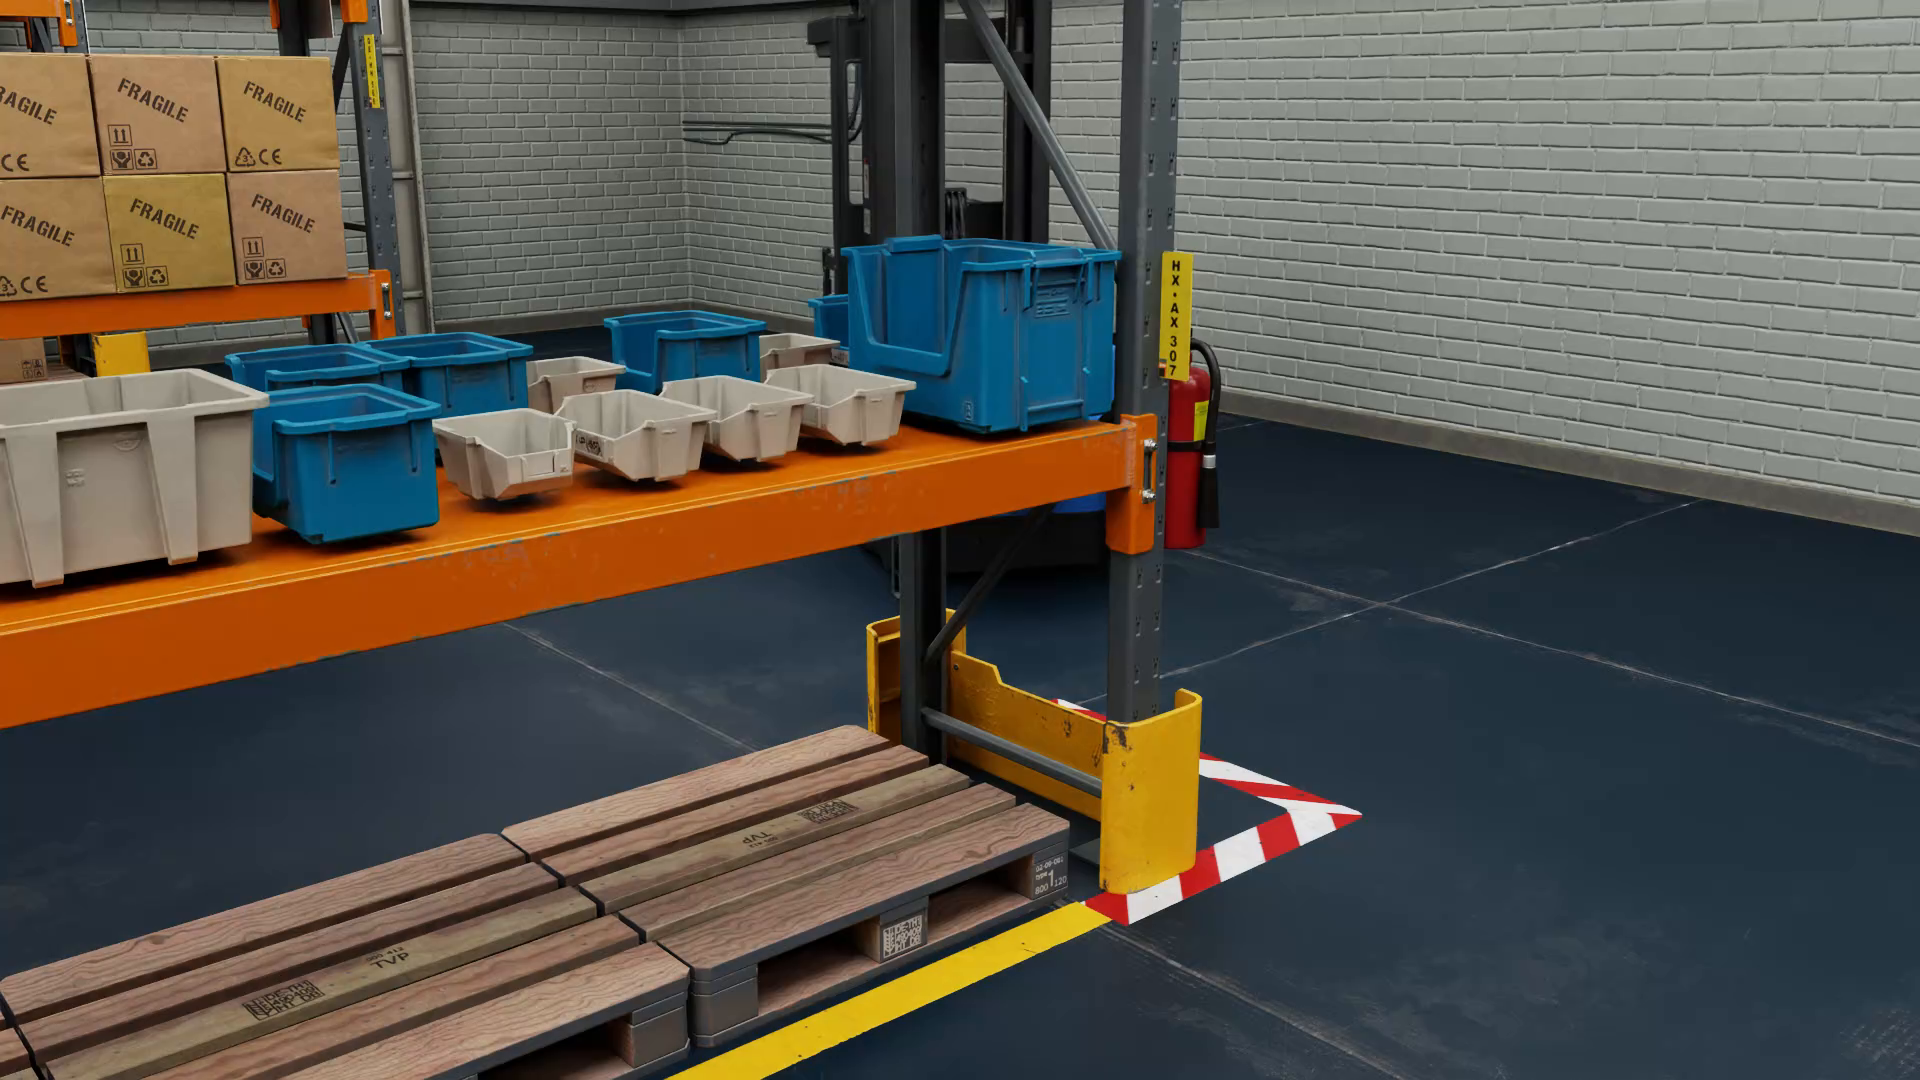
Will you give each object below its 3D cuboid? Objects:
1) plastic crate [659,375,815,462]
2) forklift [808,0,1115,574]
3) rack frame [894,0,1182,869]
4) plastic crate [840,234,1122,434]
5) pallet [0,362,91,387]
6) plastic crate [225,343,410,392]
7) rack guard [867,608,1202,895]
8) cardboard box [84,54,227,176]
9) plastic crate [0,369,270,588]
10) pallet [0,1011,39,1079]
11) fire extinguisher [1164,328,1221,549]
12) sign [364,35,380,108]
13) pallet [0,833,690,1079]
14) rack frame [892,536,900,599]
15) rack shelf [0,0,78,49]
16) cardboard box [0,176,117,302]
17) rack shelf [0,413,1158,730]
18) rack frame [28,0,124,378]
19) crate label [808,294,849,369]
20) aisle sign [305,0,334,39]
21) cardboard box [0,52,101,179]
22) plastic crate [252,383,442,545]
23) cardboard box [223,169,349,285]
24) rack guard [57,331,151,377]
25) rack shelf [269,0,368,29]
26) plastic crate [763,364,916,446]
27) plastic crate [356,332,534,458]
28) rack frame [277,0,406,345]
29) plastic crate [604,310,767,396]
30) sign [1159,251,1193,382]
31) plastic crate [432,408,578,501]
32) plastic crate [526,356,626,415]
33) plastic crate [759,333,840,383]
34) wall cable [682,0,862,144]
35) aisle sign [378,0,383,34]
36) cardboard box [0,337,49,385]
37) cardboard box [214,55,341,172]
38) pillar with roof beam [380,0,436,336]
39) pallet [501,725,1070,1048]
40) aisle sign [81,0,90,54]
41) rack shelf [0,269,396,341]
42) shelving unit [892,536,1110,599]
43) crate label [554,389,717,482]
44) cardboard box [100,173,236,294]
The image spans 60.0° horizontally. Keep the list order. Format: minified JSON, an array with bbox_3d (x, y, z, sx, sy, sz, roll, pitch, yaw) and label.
[{"bbox_3d":[-0.544,-0.282,3.887,0.243,0.136,0.396,-13,19,-39],"label":"plastic crate"},{"bbox_3d":[-0.152,-1.594,8.539,1.130,2.935,3.031,-4,15,-14],"label":"forklift"},{"bbox_3d":[0.181,-0.600,4.683,0.127,3.000,1.000,-13,19,-39],"label":"rack frame"},{"bbox_3d":[0.051,-0.553,4.322,0.499,0.435,0.616,-13,19,-39],"label":"plastic crate"},{"bbox_3d":[-6.875,-1.031,11.699,1.213,0.211,1.003,-13,19,-39],"label":"pallet"},{"bbox_3d":[-1.441,-0.296,3.755,0.300,0.233,0.416,-13,19,-39],"label":"plastic crate"},{"bbox_3d":[0.190,0.601,5.030,0.348,0.500,1.175,-13,19,-39],"label":"rack guard"},{"bbox_3d":[-3.604,-1.881,7.350,0.500,0.500,0.500,-12,19,-38],"label":"cardboard box"},{"bbox_3d":[-1.564,-0.117,2.988,0.530,0.282,0.437,-13,19,-39],"label":"plastic crate"},{"bbox_3d":[-2.308,1.293,3.001,1.213,0.211,1.003,-13,19,-39],"label":"pallet"},{"bbox_3d":[0.593,-0.319,4.506,0.183,0.674,0.296,-13,19,-39],"label":"fire extinguisher"},{"bbox_3d":[-2.719,-2.165,7.688,0.005,0.325,0.100,-13,19,-39],"label":"sign"},{"bbox_3d":[-1.387,1.085,3.779,1.213,0.211,1.003,-13,19,-39],"label":"pallet"},{"bbox_3d":[-0.219,-0.425,6.914,0.032,1.500,0.500,-4,17,-14],"label":"rack frame"},{"bbox_3d":[-7.831,-3.291,10.341,4.000,0.370,1.077,-13,19,-39],"label":"rack shelf"},{"bbox_3d":[-3.996,-1.312,7.156,0.500,0.500,0.500,-12,19,-39],"label":"cardboard box"},{"bbox_3d":[-1.328,0.087,3.508,4.000,0.370,1.077,-13,19,-39],"label":"rack shelf"},{"bbox_3d":[-6.323,-2.529,11.904,0.127,3.000,1.000,-13,19,-39],"label":"rack frame"},{"bbox_3d":[-0.222,-0.570,4.780,0.303,0.233,0.416,-13,19,-39],"label":"crate label"},{"bbox_3d":[-3.209,-2.890,8.218,0.004,0.787,0.394,-13,19,-39],"label":"aisle sign"},{"bbox_3d":[-3.992,-1.793,7.018,0.500,0.500,0.500,-12,19,-38],"label":"cardboard box"},{"bbox_3d":[-1.200,-0.150,3.208,0.300,0.233,0.416,-13,19,-39],"label":"plastic crate"},{"bbox_3d":[-3.227,-1.484,7.800,0.500,0.500,0.500,-12,19,-38],"label":"cardboard box"},{"bbox_3d":[-6.305,-1.325,12.242,0.348,0.500,1.175,-13,19,-39],"label":"rack guard"},{"bbox_3d":[-4.577,-2.328,6.733,4.000,0.370,1.077,-13,19,-39],"label":"rack shelf"},{"bbox_3d":[-0.316,-0.328,4.060,0.243,0.136,0.396,-13,19,-39],"label":"plastic crate"},{"bbox_3d":[-1.215,-0.347,3.945,0.300,0.233,0.416,-13,19,-39],"label":"plastic crate"},{"bbox_3d":[-3.068,-1.565,8.296,0.127,3.000,1.000,-13,19,-39],"label":"rack frame"},{"bbox_3d":[-0.718,-0.459,4.363,0.300,0.233,0.416,-13,19,-39],"label":"plastic crate"},{"bbox_3d":[0.554,-0.574,4.272,0.005,0.325,0.100,-13,19,-39],"label":"sign"},{"bbox_3d":[-0.949,-0.176,3.491,0.250,0.136,0.298,-13,19,-39],"label":"plastic crate"},{"bbox_3d":[-1.030,-0.371,4.220,0.298,0.136,0.250,-13,19,-39],"label":"plastic crate"},{"bbox_3d":[-0.518,-0.485,4.650,0.298,0.136,0.250,-13,19,-39],"label":"plastic crate"},{"bbox_3d":[-1.821,-4.815,14.857,0.112,2.526,3.097,-13,19,-39],"label":"wall cable"},{"bbox_3d":[-2.816,-2.773,7.780,0.004,0.787,0.394,-13,19,-39],"label":"aisle sign"},{"bbox_3d":[-6.785,-1.386,11.655,0.500,0.500,0.700,-13,19,-39],"label":"cardboard box"},{"bbox_3d":[-3.223,-1.967,7.671,0.500,0.500,0.500,-13,20,-40],"label":"cardboard box"},{"bbox_3d":[-2.028,-5.215,10.335,0.400,9.000,9.100,-13,19,-39],"label":"pillar with roof beam"},{"bbox_3d":[-0.467,0.880,4.548,1.213,0.211,1.003,-13,19,-39],"label":"pallet"},{"bbox_3d":[-6.071,-3.738,11.395,0.004,0.787,0.394,-13,19,-39],"label":"aisle sign"},{"bbox_3d":[-4.577,-0.878,7.120,4.000,0.370,1.077,-13,19,-39],"label":"rack shelf"},{"bbox_3d":[0.272,-0.458,7.037,1.048,1.500,0.538,-4,17,-14],"label":"shelving unit"},{"bbox_3d":[-0.738,-0.230,3.693,0.243,0.136,0.396,-13,19,-39],"label":"crate label"},{"bbox_3d":[-3.616,-1.396,7.469,0.500,0.500,0.500,-12,19,-39],"label":"cardboard box"}]
